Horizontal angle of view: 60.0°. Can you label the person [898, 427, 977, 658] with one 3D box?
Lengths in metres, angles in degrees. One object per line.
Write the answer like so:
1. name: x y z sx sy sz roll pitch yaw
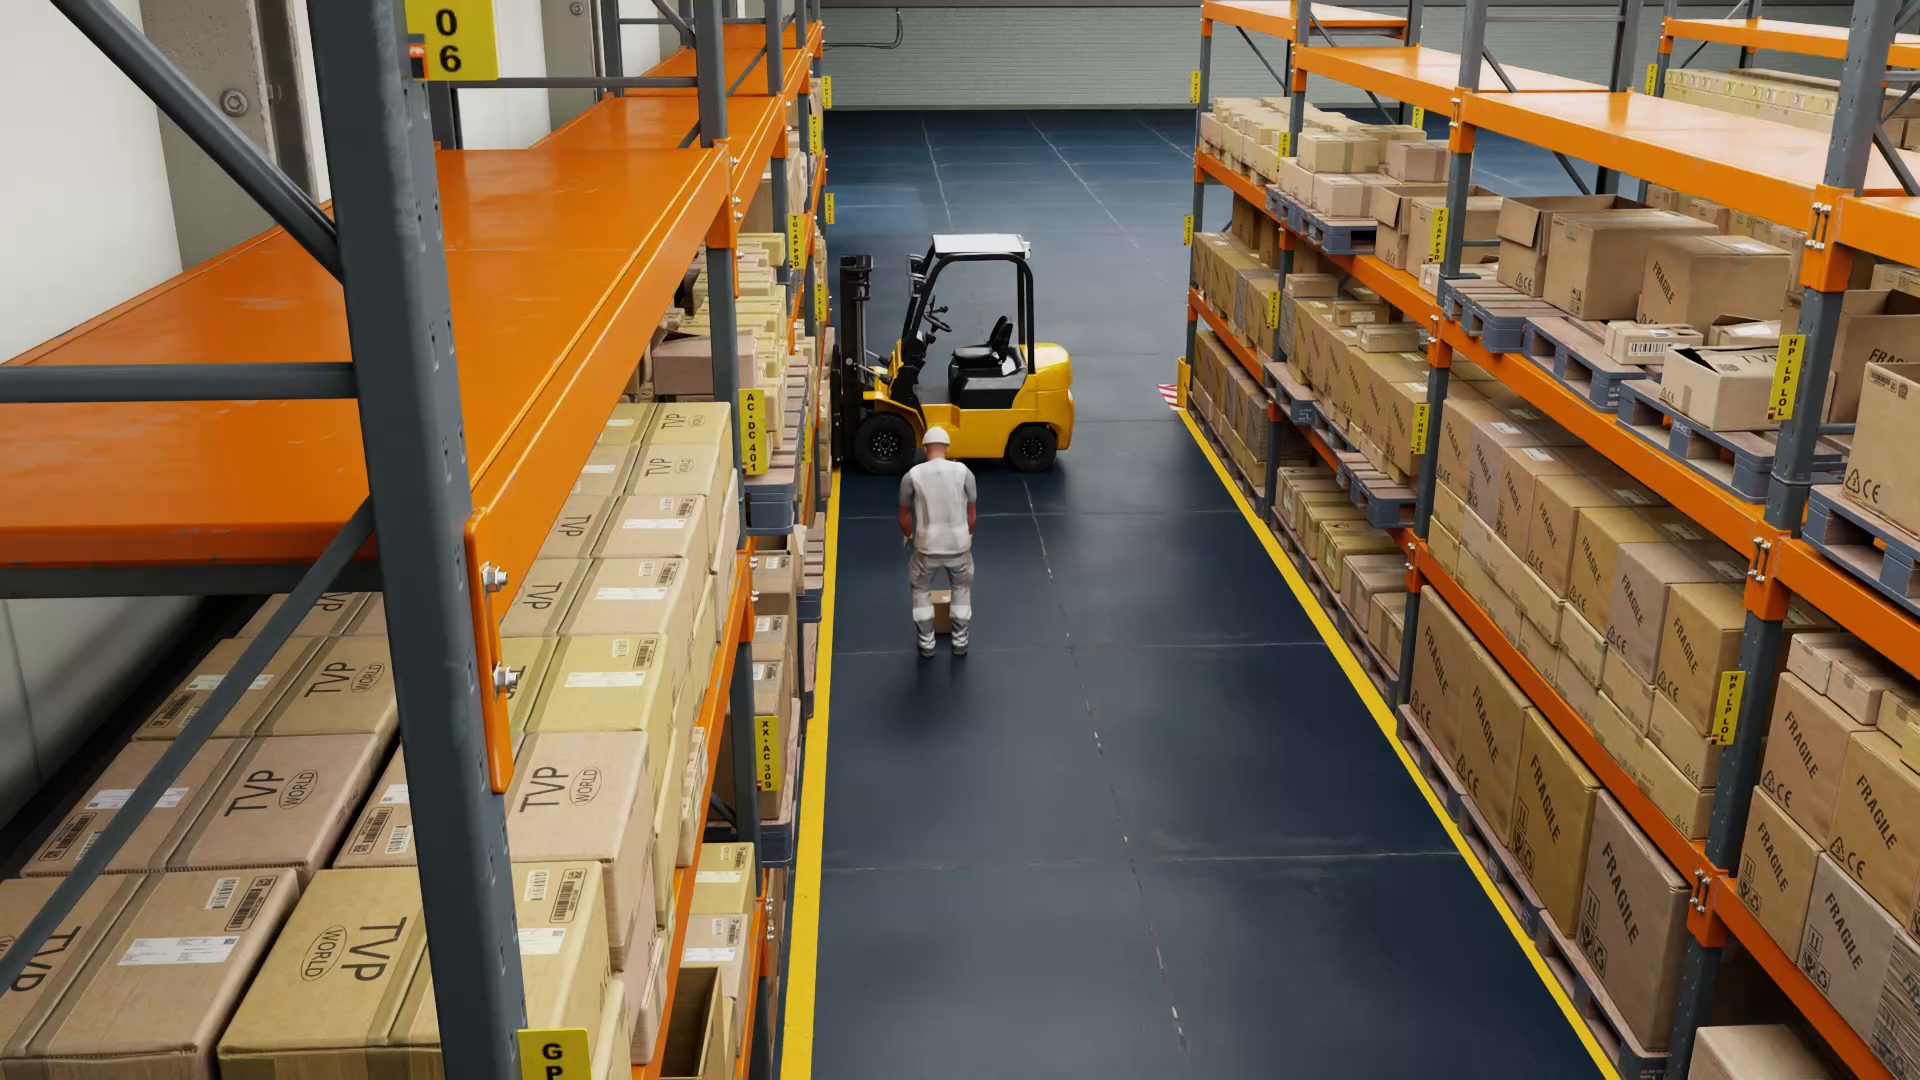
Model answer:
1. person: -0.163 0.023 12.020 0.560 1.665 0.558 -1 20 -2
